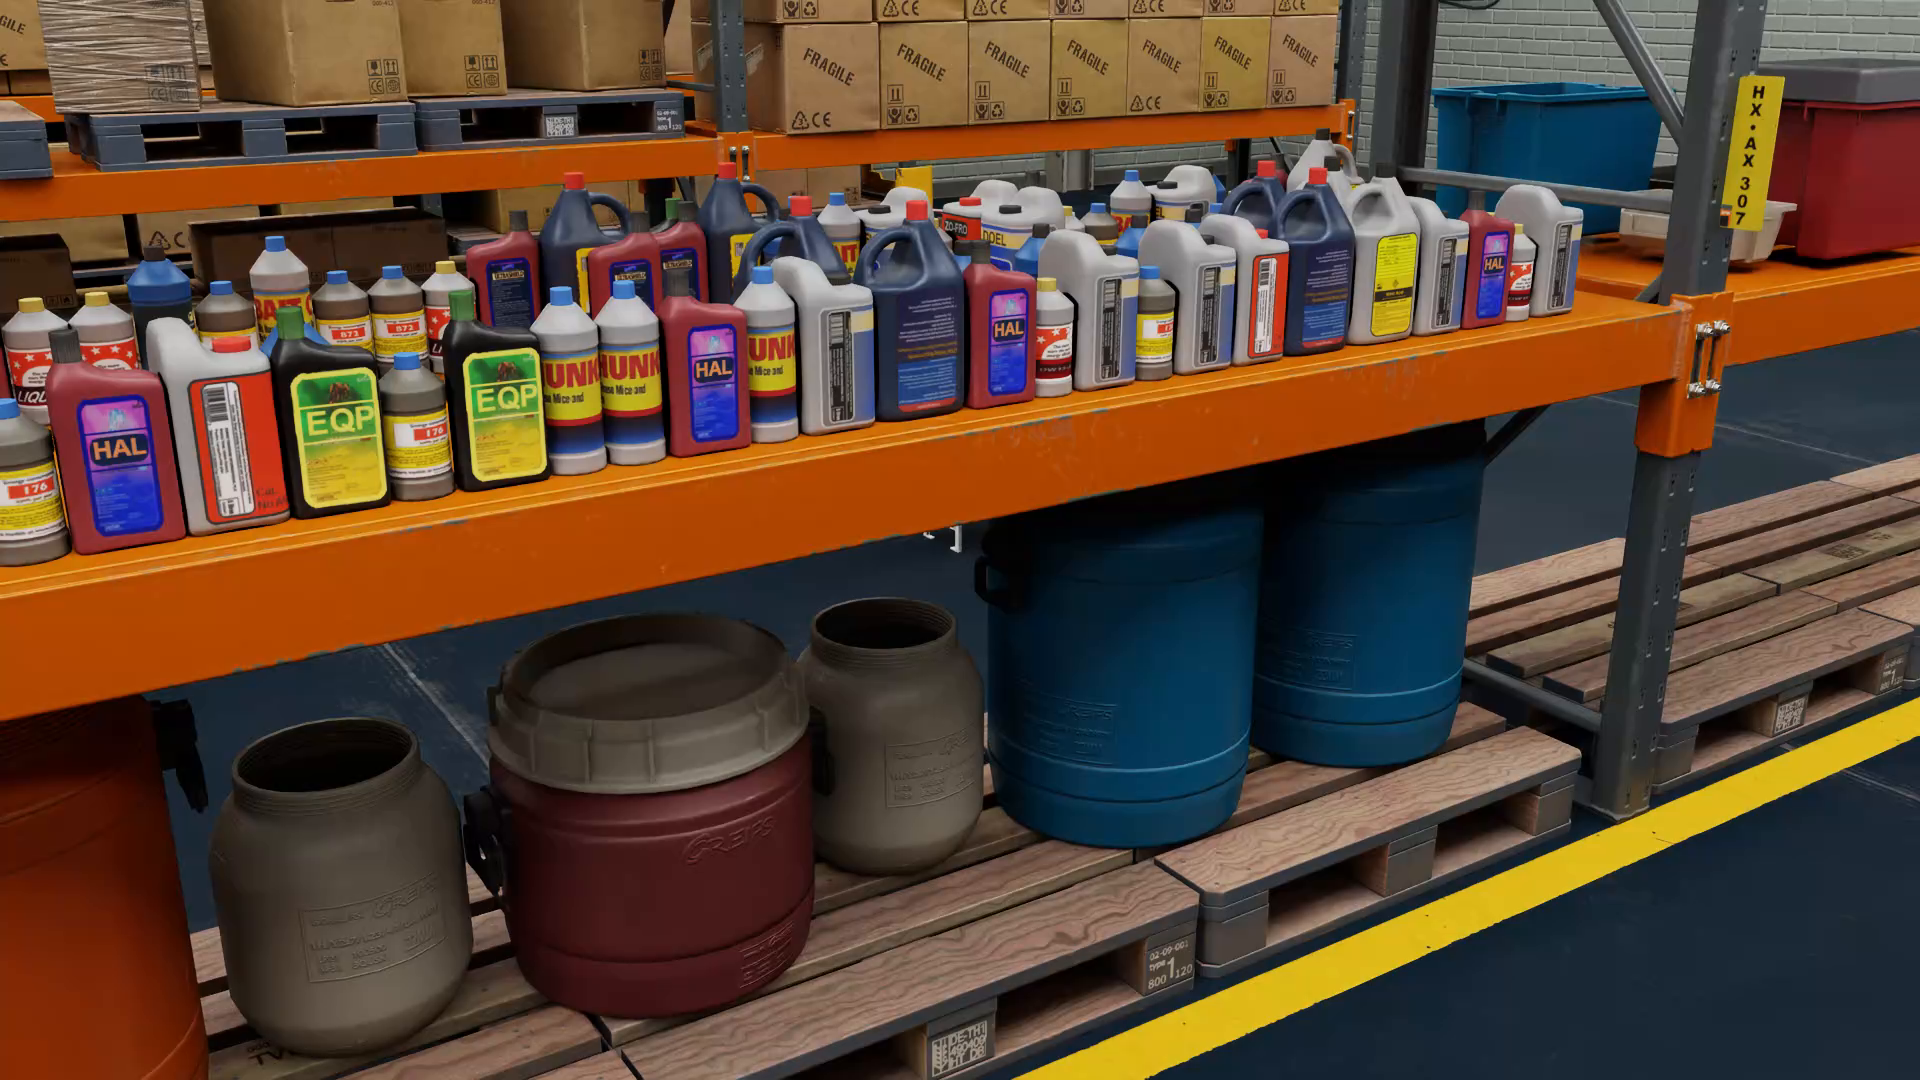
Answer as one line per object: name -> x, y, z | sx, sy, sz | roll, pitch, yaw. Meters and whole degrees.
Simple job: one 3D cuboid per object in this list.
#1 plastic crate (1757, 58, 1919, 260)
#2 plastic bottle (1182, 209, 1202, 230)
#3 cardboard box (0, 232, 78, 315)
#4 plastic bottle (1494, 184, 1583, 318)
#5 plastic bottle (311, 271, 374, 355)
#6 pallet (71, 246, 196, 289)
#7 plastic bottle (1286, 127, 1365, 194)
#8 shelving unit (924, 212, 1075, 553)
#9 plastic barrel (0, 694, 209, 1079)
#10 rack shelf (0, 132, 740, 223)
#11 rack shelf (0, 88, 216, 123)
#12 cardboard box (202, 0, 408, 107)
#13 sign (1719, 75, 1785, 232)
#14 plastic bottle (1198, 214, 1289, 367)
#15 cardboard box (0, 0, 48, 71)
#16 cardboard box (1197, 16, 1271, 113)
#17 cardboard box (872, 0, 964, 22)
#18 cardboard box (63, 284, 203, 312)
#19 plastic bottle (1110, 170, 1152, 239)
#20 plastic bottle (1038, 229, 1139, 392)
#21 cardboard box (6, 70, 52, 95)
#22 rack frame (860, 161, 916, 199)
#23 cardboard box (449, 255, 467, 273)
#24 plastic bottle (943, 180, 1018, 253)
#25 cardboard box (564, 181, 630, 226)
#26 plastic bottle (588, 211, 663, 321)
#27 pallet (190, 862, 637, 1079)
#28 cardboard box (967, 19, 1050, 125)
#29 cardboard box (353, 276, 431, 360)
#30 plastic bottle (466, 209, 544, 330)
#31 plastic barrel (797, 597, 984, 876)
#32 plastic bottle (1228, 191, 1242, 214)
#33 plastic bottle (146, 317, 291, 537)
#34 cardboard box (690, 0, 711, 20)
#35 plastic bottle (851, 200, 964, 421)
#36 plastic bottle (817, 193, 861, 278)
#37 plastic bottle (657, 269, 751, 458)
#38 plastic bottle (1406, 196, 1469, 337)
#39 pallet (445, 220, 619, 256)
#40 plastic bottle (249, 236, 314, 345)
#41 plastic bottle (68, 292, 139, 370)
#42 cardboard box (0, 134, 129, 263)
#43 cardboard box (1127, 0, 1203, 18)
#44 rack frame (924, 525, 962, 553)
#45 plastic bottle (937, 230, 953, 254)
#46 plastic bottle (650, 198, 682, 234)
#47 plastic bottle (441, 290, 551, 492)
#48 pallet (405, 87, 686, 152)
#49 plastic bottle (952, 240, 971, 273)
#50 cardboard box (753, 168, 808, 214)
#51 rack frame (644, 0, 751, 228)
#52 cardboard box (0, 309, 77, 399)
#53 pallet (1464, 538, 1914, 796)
plastic crate -> 2.301, -1.004, 4.338 | 0.583, 0.464, 0.402 | -12, 22, -31
plastic bottle -> 0.455, -0.515, 3.287 | 0.097, 0.271, 0.097 | 0, 19, 0
cardboard box -> -3.948, -1.094, 6.844 | 0.500, 0.250, 0.500 | -11, 22, -29
plastic bottle -> 1.266, -0.641, 3.650 | 0.135, 0.276, 0.152 | -12, 22, -31
plastic bottle -> -1.115, -0.384, 3.007 | 0.097, 0.201, 0.097 | 0, 19, 0
pallet -> -5.655, -1.812, 11.275 | 1.213, 0.211, 1.003 | -12, 22, -31
plastic bottle -> 0.911, -0.850, 4.151 | 0.185, 0.351, 0.144 | -12, 22, -31
shelving unit -> 0.138, -0.598, 6.139 | 0.503, 1.200, 0.258 | -12, 22, -31
plastic barrel -> -1.525, 0.588, 2.556 | 0.708, 0.830, 0.600 | -12, 22, -31
rack shelf -> -2.975, -1.488, 7.086 | 4.000, 0.370, 1.077 | -12, 22, -31
rack shelf -> -5.702, -2.812, 11.003 | 4.000, 0.370, 1.077 | -12, 22, -31
cardboard box -> -2.746, -2.100, 6.960 | 0.700, 0.500, 0.500 | 16, 24, 39
sign -> 1.718, -0.839, 3.611 | 0.005, 0.325, 0.100 | -12, 22, -31
plastic bottle -> 0.539, -0.488, 3.197 | 0.135, 0.276, 0.152 | -12, 22, -31
cardboard box -> -5.969, -3.193, 10.353 | 0.500, 0.500, 0.500 | -12, 22, -32
cardboard box -> 1.381, -2.689, 9.359 | 0.500, 0.500, 0.500 | -12, 22, -31
cardboard box -> -0.325, -2.801, 8.128 | 0.500, 0.500, 0.500 | -13, 22, -33
cardboard box -> -3.561, -0.819, 7.201 | 0.500, 0.500, 0.500 | -13, 23, -33
plastic bottle -> 0.403, -0.737, 3.943 | 0.097, 0.271, 0.097 | 0, 19, 0
plastic bottle -> 0.233, -0.423, 3.006 | 0.135, 0.276, 0.152 | -12, 22, -31
cardboard box -> -5.911, -2.921, 10.563 | 0.250, 0.149, 0.380 | -12, 22, -31
rack frame -> -0.691, -4.210, 14.014 | 0.127, 3.000, 1.000 | -12, 22, -31
cardboard box -> -2.282, -1.088, 7.996 | 0.500, 0.500, 0.500 | -12, 22, -31
plastic bottle -> 0.047, -0.654, 3.689 | 0.135, 0.276, 0.152 | -12, 22, -31
cardboard box -> -2.929, -2.712, 12.830 | 0.500, 0.500, 0.700 | -12, 22, -32
plastic bottle -> -0.632, -0.476, 3.152 | 0.133, 0.283, 0.061 | -12, 22, -31
pallet -> -1.288, 1.020, 2.898 | 1.213, 0.211, 1.003 | -12, 22, -31
cardboard box -> 0.116, -2.424, 8.575 | 0.500, 0.500, 0.500 | -12, 22, -32
cardboard box -> -2.395, -0.869, 7.347 | 0.500, 0.500, 0.500 | -12, 22, -31
plastic bottle -> -0.866, -0.482, 3.170 | 0.133, 0.283, 0.061 | -12, 22, -31
plastic barrel -> -0.159, 0.416, 3.560 | 0.421, 0.512, 0.421 | 0, 19, 0
plastic bottle -> 0.678, -0.762, 4.126 | 0.097, 0.201, 0.097 | 0, 19, 0
plastic bottle -> -0.998, -0.163, 2.238 | 0.135, 0.276, 0.152 | -12, 22, -31
cardboard box -> -1.024, -2.860, 8.305 | 0.500, 0.500, 0.500 | -12, 22, -31
plastic bottle -> -0.091, -0.389, 2.788 | 0.185, 0.351, 0.144 | -12, 22, -31
plastic bottle -> -0.258, -0.598, 3.530 | 0.097, 0.271, 0.097 | 0, 19, 0
plastic bottle -> -0.394, -0.277, 2.562 | 0.133, 0.283, 0.061 | -12, 22, -31
plastic bottle -> 0.960, -0.576, 3.460 | 0.135, 0.276, 0.152 | -12, 22, -31
pallet -> -3.354, -2.297, 12.711 | 1.213, 0.211, 1.003 | -12, 22, -31
plastic bottle -> -1.196, -0.400, 2.945 | 0.097, 0.271, 0.097 | 0, 19, 0
plastic bottle -> -1.440, -0.315, 2.804 | 0.097, 0.201, 0.097 | 0, 19, 0
cardboard box -> -5.951, -2.228, 10.853 | 0.750, 0.750, 0.750 | -12, 22, -32
cardboard box -> 0.964, -3.073, 8.933 | 0.500, 0.500, 0.500 | -11, 22, -30
rack frame -> -0.066, -0.555, 6.012 | 0.015, 1.200, 0.240 | -12, 22, -31
plastic bottle -> -0.062, -0.548, 3.491 | 0.097, 0.201, 0.097 | 0, 19, 0
plastic bottle -> -0.600, -0.538, 3.336 | 0.133, 0.283, 0.061 | -12, 22, -31
plastic bottle -> -0.669, -0.219, 2.391 | 0.133, 0.283, 0.061 | -12, 22, -31
pallet -> -2.032, -1.978, 7.713 | 1.213, 0.211, 1.003 | -12, 22, -31
plastic bottle -> 0.006, -0.386, 2.903 | 0.097, 0.271, 0.097 | 0, 19, 0
cardboard box -> -1.639, -2.986, 13.642 | 0.500, 0.500, 0.700 | -12, 22, -32
rack frame -> -1.304, -2.181, 8.012 | 0.127, 3.000, 1.000 | -12, 22, -31
cardboard box -> -3.673, -0.598, 6.547 | 0.500, 0.500, 0.500 | -13, 23, -33
pallet -> 2.010, 0.326, 4.952 | 1.213, 0.211, 1.003 | -12, 22, -31
